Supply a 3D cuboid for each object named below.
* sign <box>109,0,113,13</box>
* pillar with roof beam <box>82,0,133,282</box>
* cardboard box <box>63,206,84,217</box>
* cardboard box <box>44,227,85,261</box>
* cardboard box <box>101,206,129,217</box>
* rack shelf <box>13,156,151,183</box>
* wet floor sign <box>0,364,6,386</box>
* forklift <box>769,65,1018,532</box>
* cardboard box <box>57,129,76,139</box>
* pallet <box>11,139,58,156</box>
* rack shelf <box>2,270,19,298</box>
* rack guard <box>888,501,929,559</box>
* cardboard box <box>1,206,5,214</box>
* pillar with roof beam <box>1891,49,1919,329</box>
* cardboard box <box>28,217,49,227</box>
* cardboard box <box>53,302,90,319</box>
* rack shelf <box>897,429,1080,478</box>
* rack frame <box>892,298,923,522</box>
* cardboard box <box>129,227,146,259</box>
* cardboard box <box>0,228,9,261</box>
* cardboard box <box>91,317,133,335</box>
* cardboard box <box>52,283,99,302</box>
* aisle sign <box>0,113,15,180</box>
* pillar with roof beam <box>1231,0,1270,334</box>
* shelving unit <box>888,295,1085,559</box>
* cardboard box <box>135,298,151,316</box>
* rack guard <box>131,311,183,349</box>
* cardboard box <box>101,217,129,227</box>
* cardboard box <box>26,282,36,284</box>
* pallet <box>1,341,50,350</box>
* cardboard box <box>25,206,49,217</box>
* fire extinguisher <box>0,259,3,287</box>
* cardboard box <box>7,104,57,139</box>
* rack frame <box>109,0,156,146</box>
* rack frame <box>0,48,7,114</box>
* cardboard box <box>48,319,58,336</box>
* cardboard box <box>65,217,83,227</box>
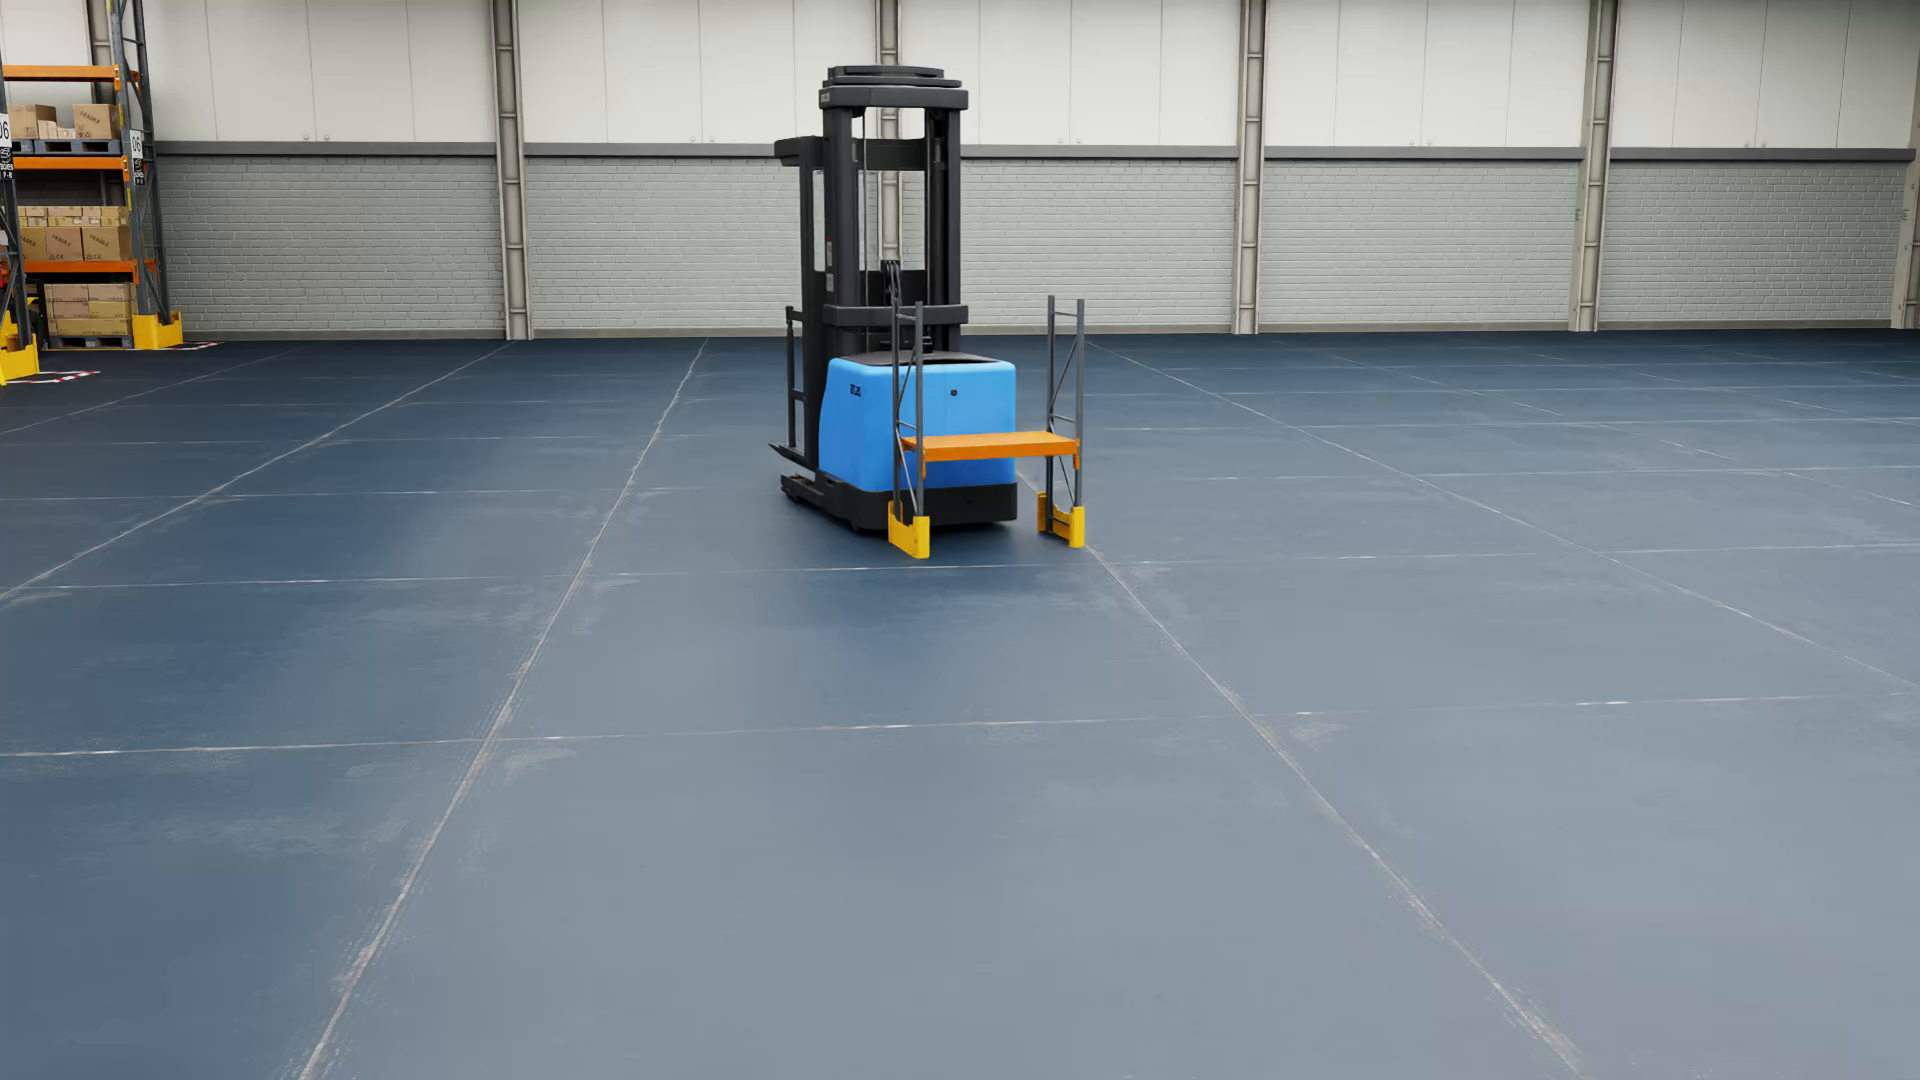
[{"bbox_3d":[-12.243,-7.777,23.971,0.005,0.325,0.100,-1,11,-6],"label":"sign"},{"bbox_3d":[-12.613,-6.717,21.206,0.400,9.000,9.100,-1,11,-6],"label":"pillar with roof beam"},{"bbox_3d":[-13.120,-4.884,24.723,0.250,0.149,0.380,-1,11,-5],"label":"cardboard box"},{"bbox_3d":[-13.266,-4.420,24.815,0.500,0.500,0.500,-1,11,-4],"label":"cardboard box"},{"bbox_3d":[-12.621,-4.906,24.834,0.250,0.149,0.380,-1,11,-6],"label":"cardboard box"},{"bbox_3d":[-14.276,-5.518,24.747,4.000,0.370,1.077,-1,11,-6],"label":"rack shelf"},{"bbox_3d":[-11.444,-2.132,19.540,0.232,0.644,0.267,3,11,14],"label":"wet floor sign"},{"bbox_3d":[-0.638,-1.733,11.585,1.130,2.935,3.031,-4,12,-21],"label":"forklift"},{"bbox_3d":[-13.079,-5.969,24.479,0.250,0.149,0.380,-2,11,-8],"label":"cardboard box"},{"bbox_3d":[-14.209,-5.833,24.716,1.213,0.211,1.003,-1,11,-6],"label":"pallet"},{"bbox_3d":[-13.737,-3.094,20.194,4.000,0.370,1.077,-1,11,-6],"label":"rack shelf"},{"bbox_3d":[-0.312,-0.065,10.049,0.087,0.250,0.587,-4,12,-19],"label":"rack guard"},{"bbox_3d":[-14.146,-4.873,24.666,0.250,0.149,0.380,-1,11,-5],"label":"cardboard box"},{"bbox_3d":[17.212,-7.342,24.385,0.400,9.000,9.100,-1,11,-6],"label":"pillar with roof beam"},{"bbox_3d":[-13.626,-4.724,24.683,0.250,0.149,0.380,-2,11,-8],"label":"cardboard box"},{"bbox_3d":[-13.238,-3.464,24.956,0.500,0.250,0.500,-1,11,-7],"label":"cardboard box"},{"bbox_3d":[0.165,-0.534,10.131,1.000,0.185,0.538,-4,12,-19],"label":"rack shelf"},{"bbox_3d":[-0.313,-0.678,9.928,0.032,1.500,0.500,-4,12,-19],"label":"rack frame"},{"bbox_3d":[-12.810,-4.532,25.387,0.500,0.500,0.500,-1,11,-4],"label":"cardboard box"},{"bbox_3d":[-14.274,-4.396,24.696,0.500,0.500,0.500,-1,11,-6],"label":"cardboard box"},{"bbox_3d":[-12.721,-3.227,25.045,0.500,0.250,0.500,-1,11,-6],"label":"cardboard box"},{"bbox_3d":[-13.219,-3.707,24.894,0.500,0.250,0.500,-1,11,-5],"label":"cardboard box"},{"bbox_3d":[-11.720,-4.825,20.395,0.004,0.787,0.394,-1,11,-6],"label":"aisle sign"},{"bbox_3d":[5.282,-7.092,23.113,0.400,9.000,9.100,-1,11,-6],"label":"pillar with roof beam"},{"bbox_3d":[0.157,-0.710,10.093,1.083,1.500,0.587,-4,12,-19],"label":"shelving unit"},{"bbox_3d":[-12.778,-3.573,25.508,0.500,0.250,0.500,-1,11,-5],"label":"cardboard box"},{"bbox_3d":[-12.264,-3.214,25.422,0.348,0.500,1.175,-1,11,-6],"label":"rack guard"},{"bbox_3d":[-12.602,-4.747,24.796,0.250,0.149,0.380,-1,11,-5],"label":"cardboard box"},{"bbox_3d":[-14.291,-3.785,25.294,0.500,0.250,0.500,-1,11,-7],"label":"cardboard box"},{"bbox_3d":[-14.254,-3.023,25.199,1.213,0.211,1.003,-1,11,-6],"label":"pallet"},{"bbox_3d":[-13.623,-4.866,24.634,0.250,0.149,0.380,-1,11,-5],"label":"cardboard box"},{"bbox_3d":[-11.585,-3.365,19.907,0.183,0.674,0.296,-1,11,-6],"label":"fire extinguisher"},{"bbox_3d":[-13.731,-6.158,24.534,0.500,0.500,0.700,-1,11,-6],"label":"cardboard box"},{"bbox_3d":[-12.288,-7.384,24.600,0.127,3.000,1.000,-1,11,-6],"label":"rack frame"},{"bbox_3d":[-11.748,-6.432,19.758,0.127,3.000,1.000,-1,11,-6],"label":"rack frame"},{"bbox_3d":[-13.715,-3.210,24.958,0.500,0.250,0.500,-1,11,-5],"label":"cardboard box"},{"bbox_3d":[-13.118,-4.742,24.772,0.250,0.149,0.380,-1,11,-5],"label":"cardboard box"}]
